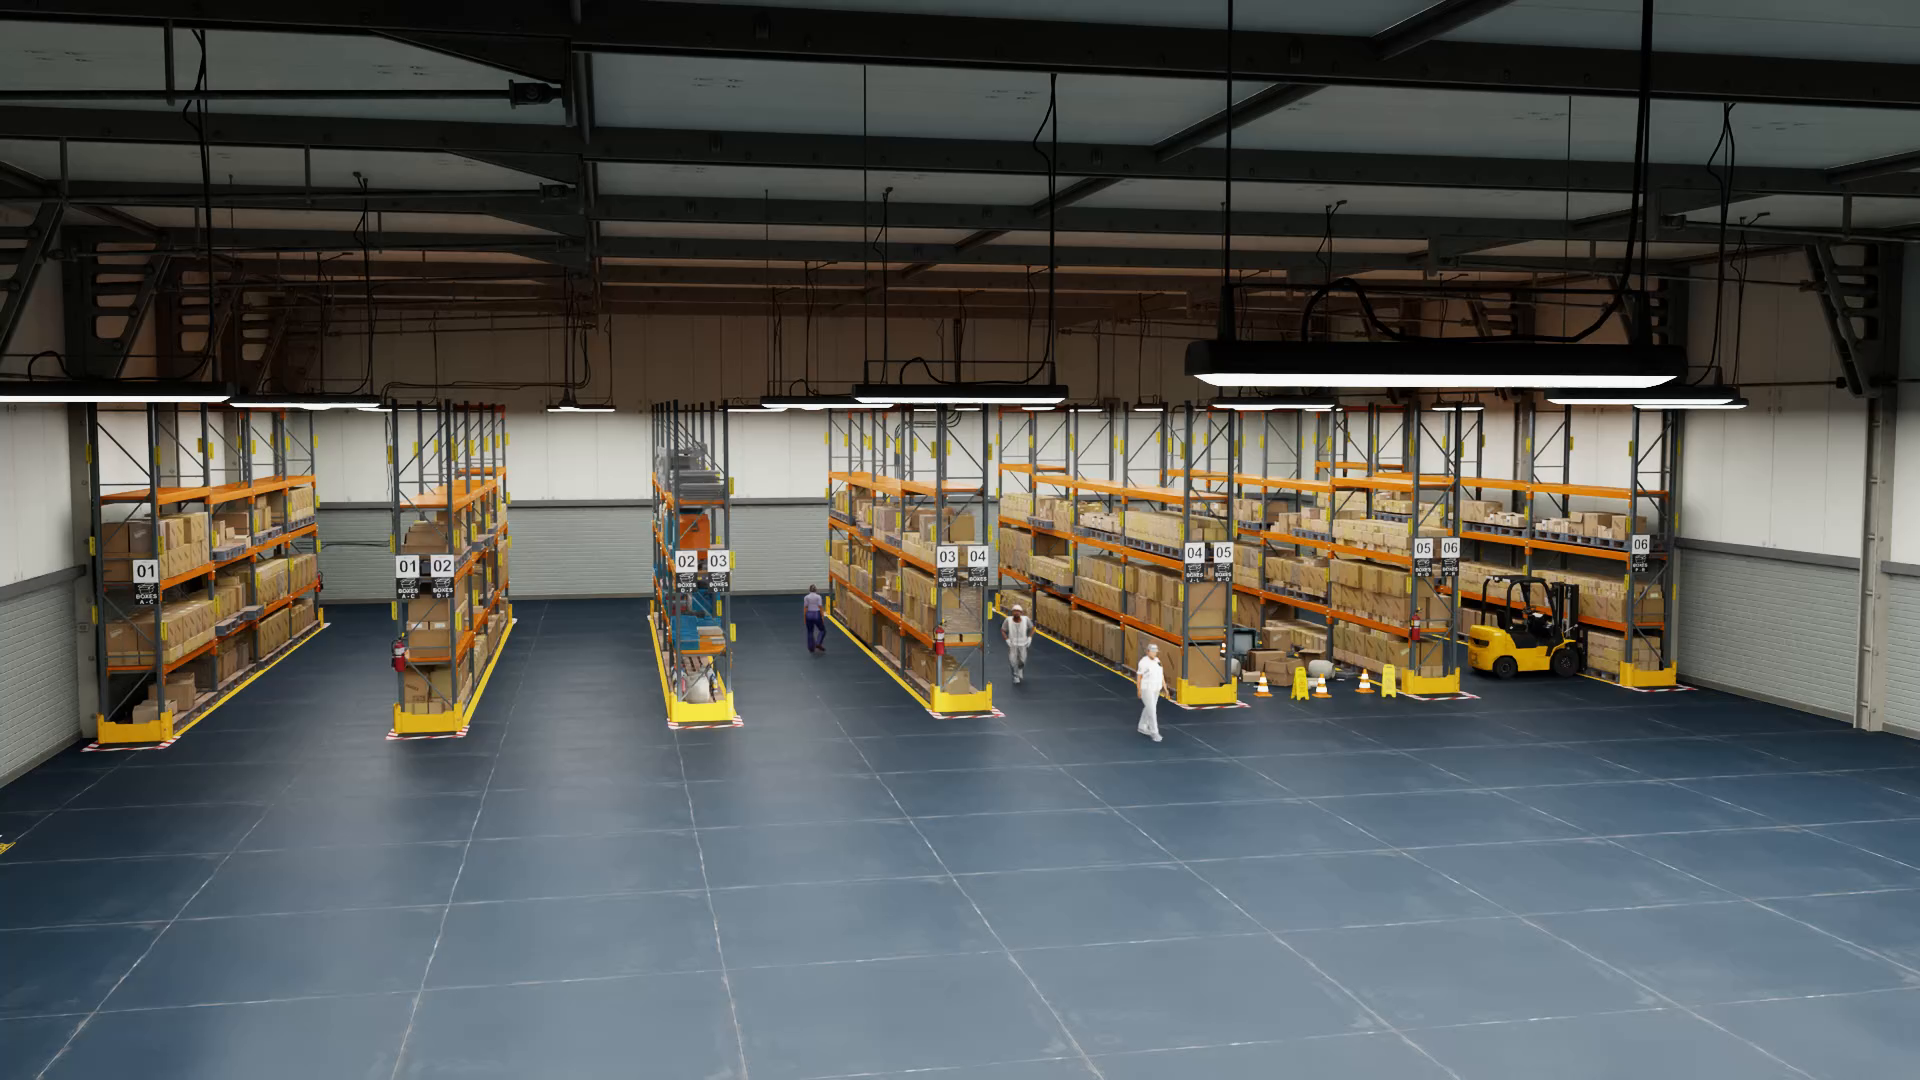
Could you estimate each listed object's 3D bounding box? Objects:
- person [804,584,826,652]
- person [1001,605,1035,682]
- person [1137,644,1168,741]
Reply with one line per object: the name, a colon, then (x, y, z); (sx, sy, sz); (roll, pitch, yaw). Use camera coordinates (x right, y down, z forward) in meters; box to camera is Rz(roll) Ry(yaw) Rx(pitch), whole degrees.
person: (-3.505, 1.890, 40.004); (0.546, 1.647, 0.465); (1, 4, 15)
person: (1.233, 2.216, 35.422); (0.723, 1.685, 0.637); (0, 4, -1)
person: (3.428, 2.669, 29.493); (0.495, 1.652, 0.762); (-4, 6, -43)
